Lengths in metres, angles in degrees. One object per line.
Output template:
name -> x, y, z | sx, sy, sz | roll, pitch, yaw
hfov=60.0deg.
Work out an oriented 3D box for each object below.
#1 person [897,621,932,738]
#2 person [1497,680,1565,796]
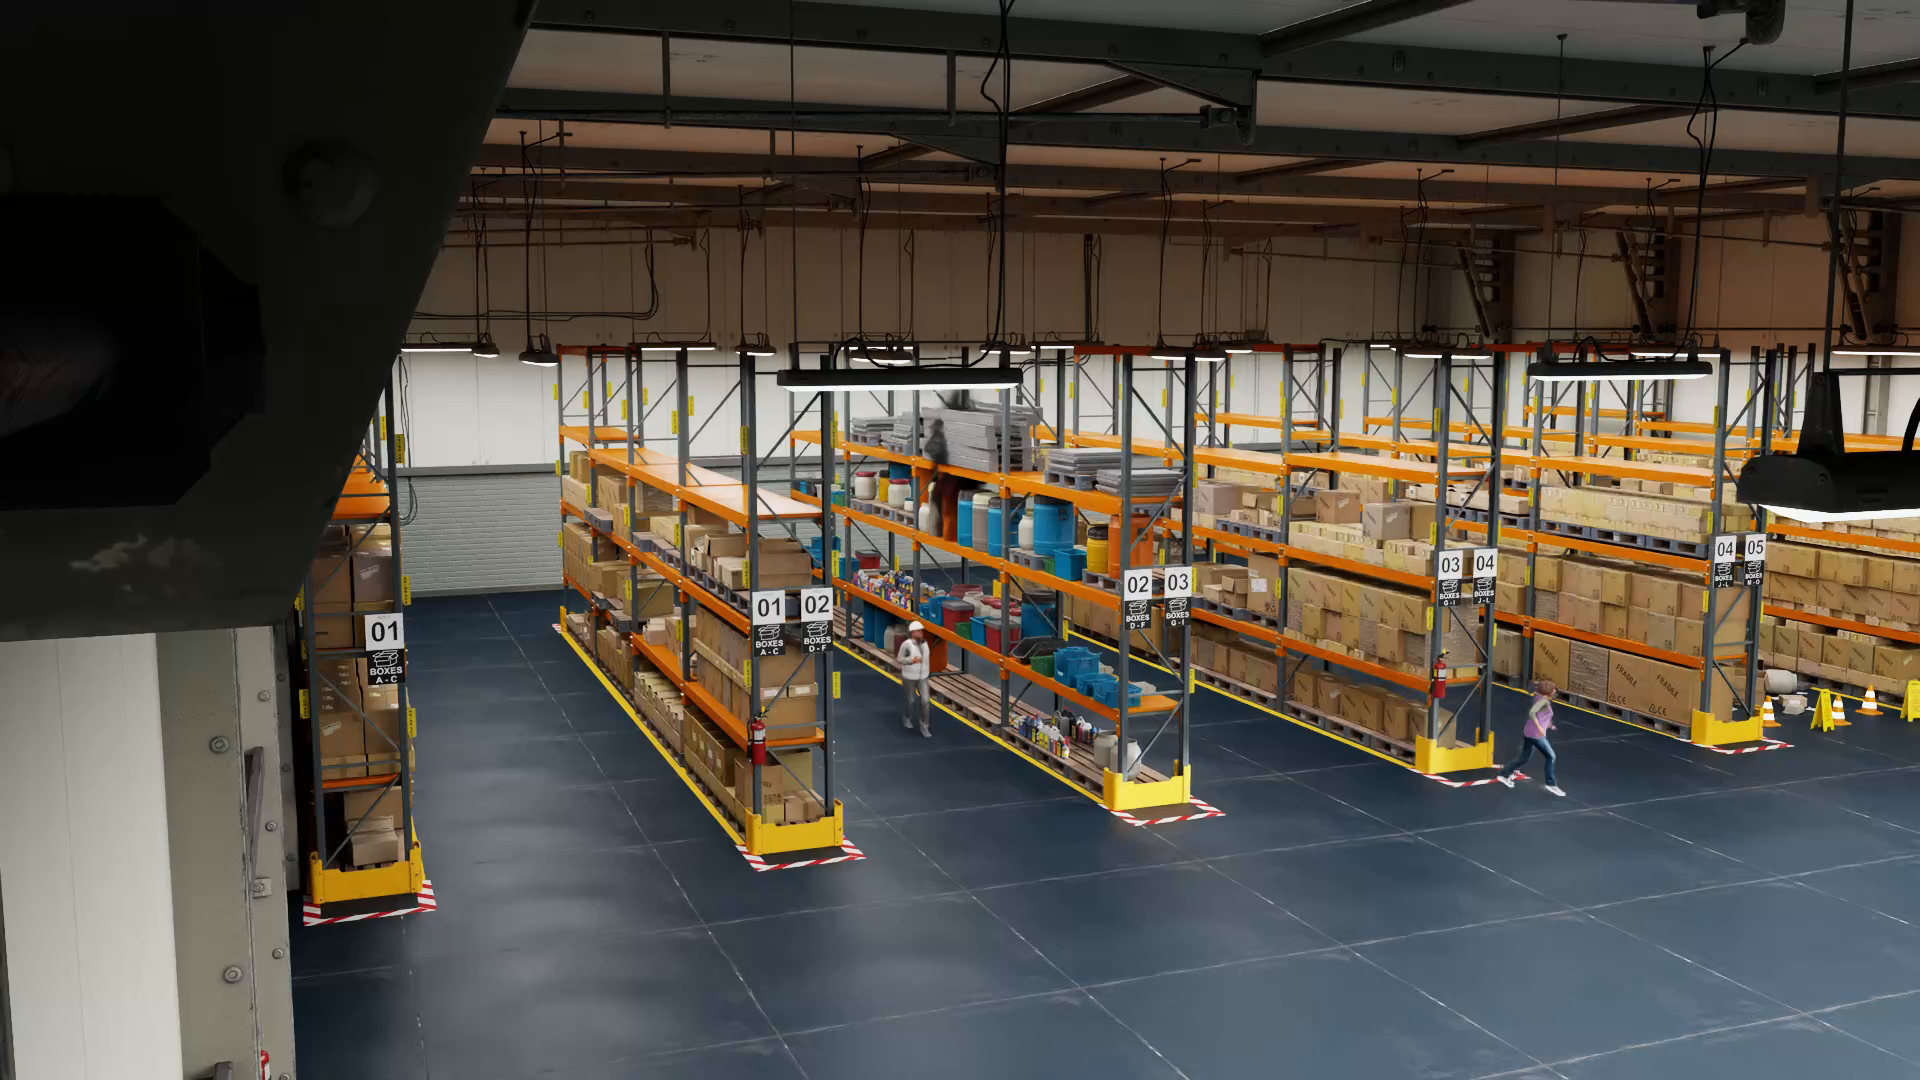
person -> -0.722, 2.173, 25.978 | 0.627, 1.840, 0.782 | -4, 8, -26
person -> 7.793, 2.684, 22.604 | 0.890, 1.589, 0.556 | 1, 7, 10
